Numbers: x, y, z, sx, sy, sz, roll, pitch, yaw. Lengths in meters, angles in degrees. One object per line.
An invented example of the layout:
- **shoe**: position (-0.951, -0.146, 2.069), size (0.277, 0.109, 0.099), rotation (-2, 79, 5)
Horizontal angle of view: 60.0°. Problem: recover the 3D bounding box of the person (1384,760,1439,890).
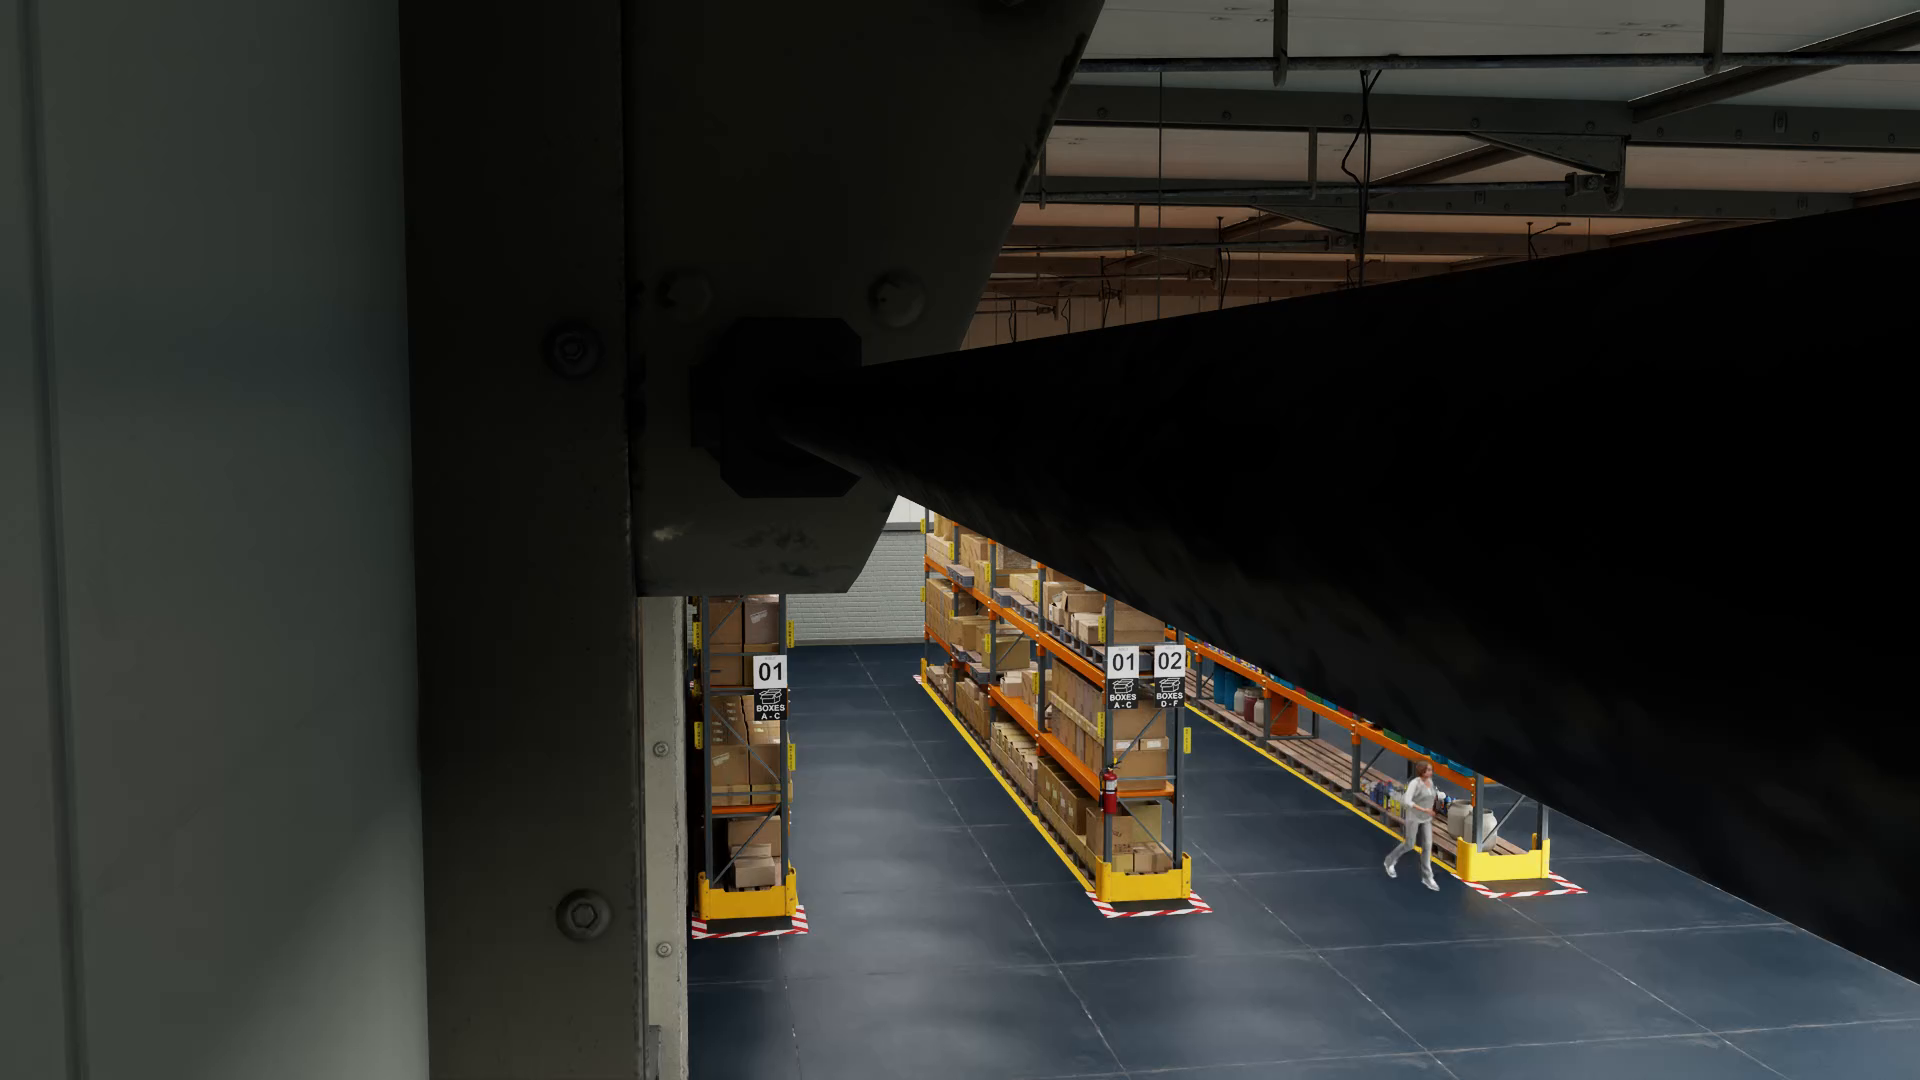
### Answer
- **person**: position (5.934, 3.636, 21.489), size (0.555, 1.605, 0.803), rotation (-3, 6, -33)
